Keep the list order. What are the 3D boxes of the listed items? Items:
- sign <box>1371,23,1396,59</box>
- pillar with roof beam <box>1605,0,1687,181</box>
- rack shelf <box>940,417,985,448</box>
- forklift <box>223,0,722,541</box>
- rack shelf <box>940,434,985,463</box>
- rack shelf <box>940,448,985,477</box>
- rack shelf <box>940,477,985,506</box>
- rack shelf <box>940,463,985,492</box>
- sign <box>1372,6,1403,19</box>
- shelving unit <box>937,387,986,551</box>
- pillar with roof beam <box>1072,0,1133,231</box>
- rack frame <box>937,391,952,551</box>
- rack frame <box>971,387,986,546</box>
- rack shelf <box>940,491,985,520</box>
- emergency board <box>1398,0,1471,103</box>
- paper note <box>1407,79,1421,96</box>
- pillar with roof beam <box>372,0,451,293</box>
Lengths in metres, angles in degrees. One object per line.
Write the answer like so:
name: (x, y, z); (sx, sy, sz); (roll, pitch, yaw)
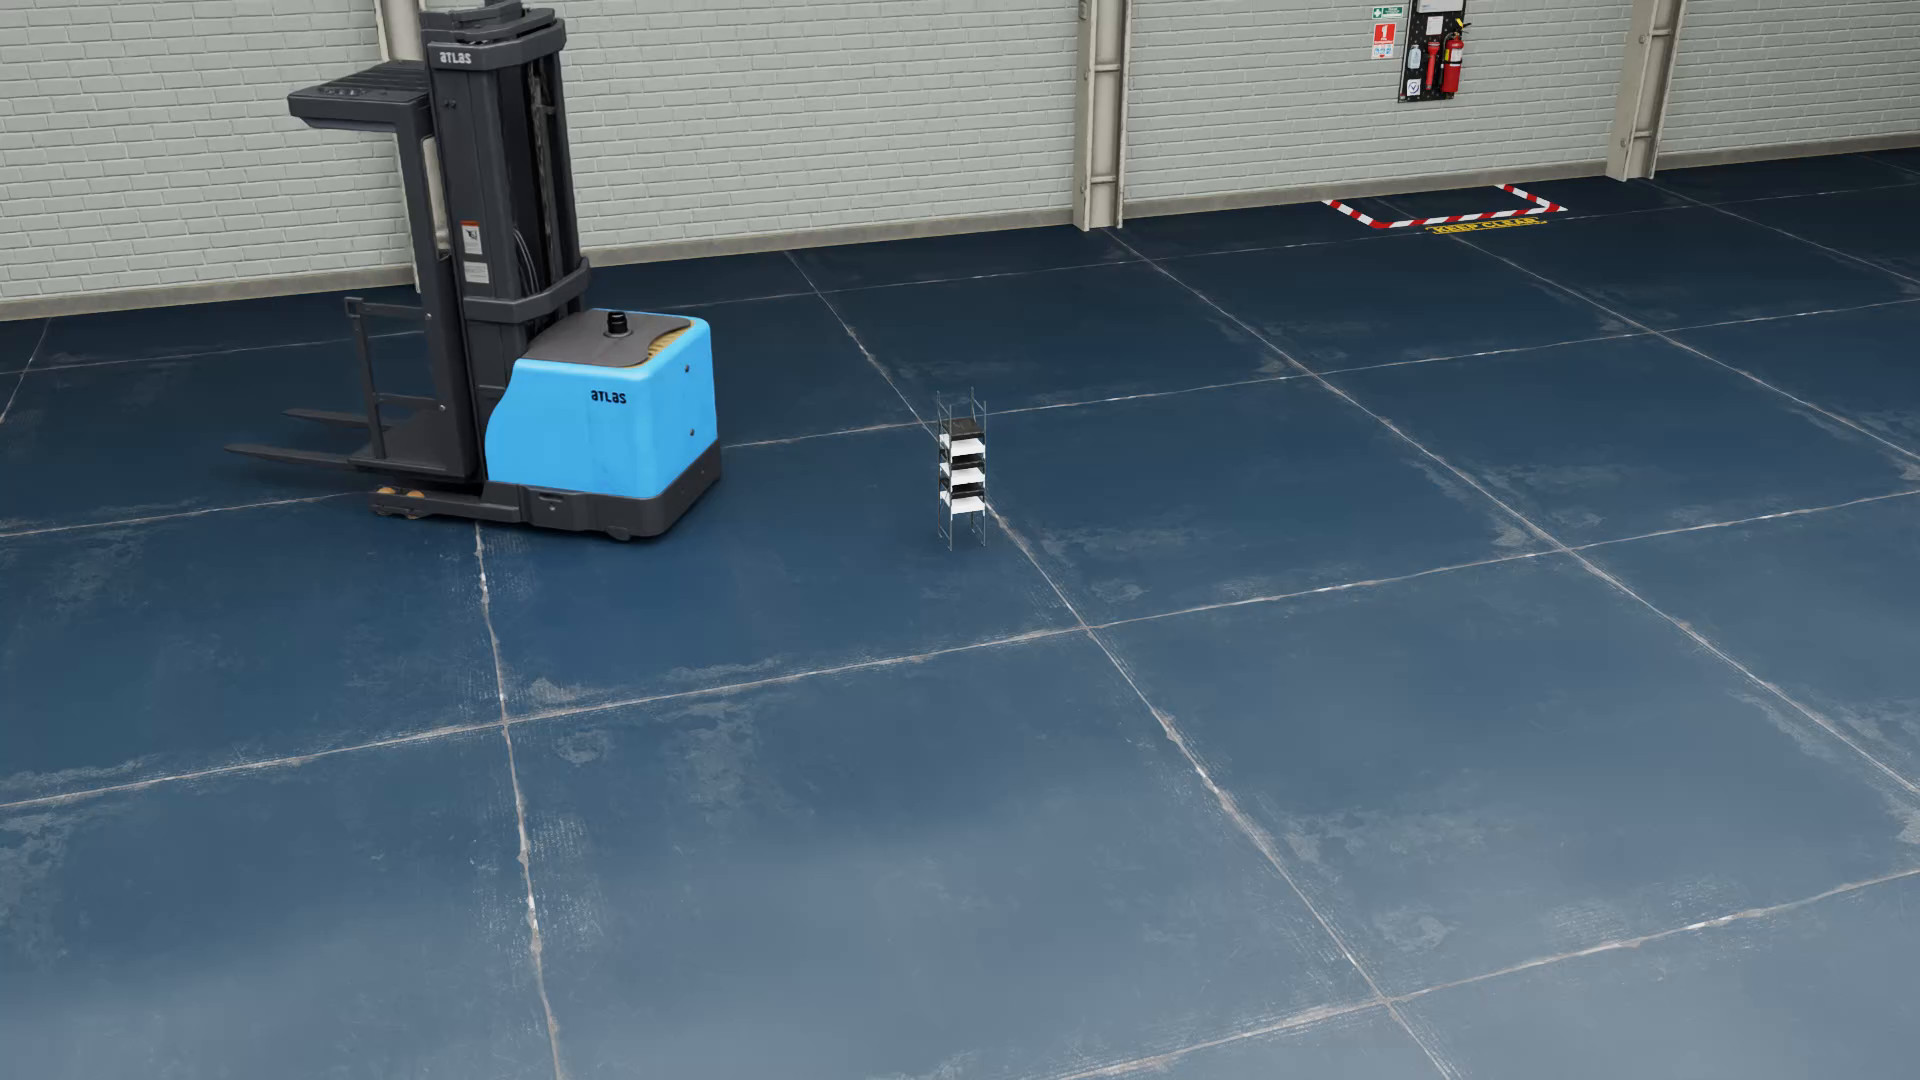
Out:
sign: (4.085, -4.813, 16.032); (0.234, 0.329, 0.001); (-8, 28, -16)
pillar with roof beam: (8.338, -6.021, 11.758); (0.400, 9.000, 9.100); (-8, 28, -16)
rack shelf: (0.008, -0.616, 9.447); (0.200, 0.077, 0.258); (-8, 28, -16)
forklift: (-3.068, -1.656, 9.790); (3.031, 2.935, 1.130); (7, 27, 13)
rack shelf: (0.008, -0.536, 9.487); (0.200, 0.077, 0.258); (-8, 28, -16)
rack shelf: (0.008, -0.455, 9.527); (0.200, 0.077, 0.258); (-8, 28, -16)
rack shelf: (0.008, -0.294, 9.607); (0.200, 0.077, 0.258); (-8, 28, -16)
rack shelf: (0.008, -0.374, 9.567); (0.200, 0.077, 0.258); (-8, 28, -16)
sign: (4.092, -5.048, 15.908); (0.331, 0.109, 0.001); (-8, 28, -16)
shelving unit: (0.008, -0.404, 9.552); (0.210, 0.900, 0.258); (-8, 28, -16)
pillar with roof beam: (2.632, -5.195, 10.094); (0.400, 9.000, 9.100); (-8, 28, -16)
rack frame: (-0.089, -0.390, 9.524); (0.006, 0.900, 0.240); (-8, 28, -16)
rack frame: (0.104, -0.418, 9.580); (0.006, 0.900, 0.240); (-8, 28, -16)
rack shelf: (0.008, -0.213, 9.647); (0.200, 0.077, 0.258); (-8, 28, -16)
emergency board: (4.643, -4.830, 16.106); (0.643, 1.169, 0.194); (-8, 28, -16)
paper note: (4.453, -4.440, 16.311); (0.142, 0.148, 0.016); (-8, 28, -16)
pillar with roof beam: (-3.073, -4.369, 8.430); (0.400, 9.000, 9.100); (-8, 28, -16)
